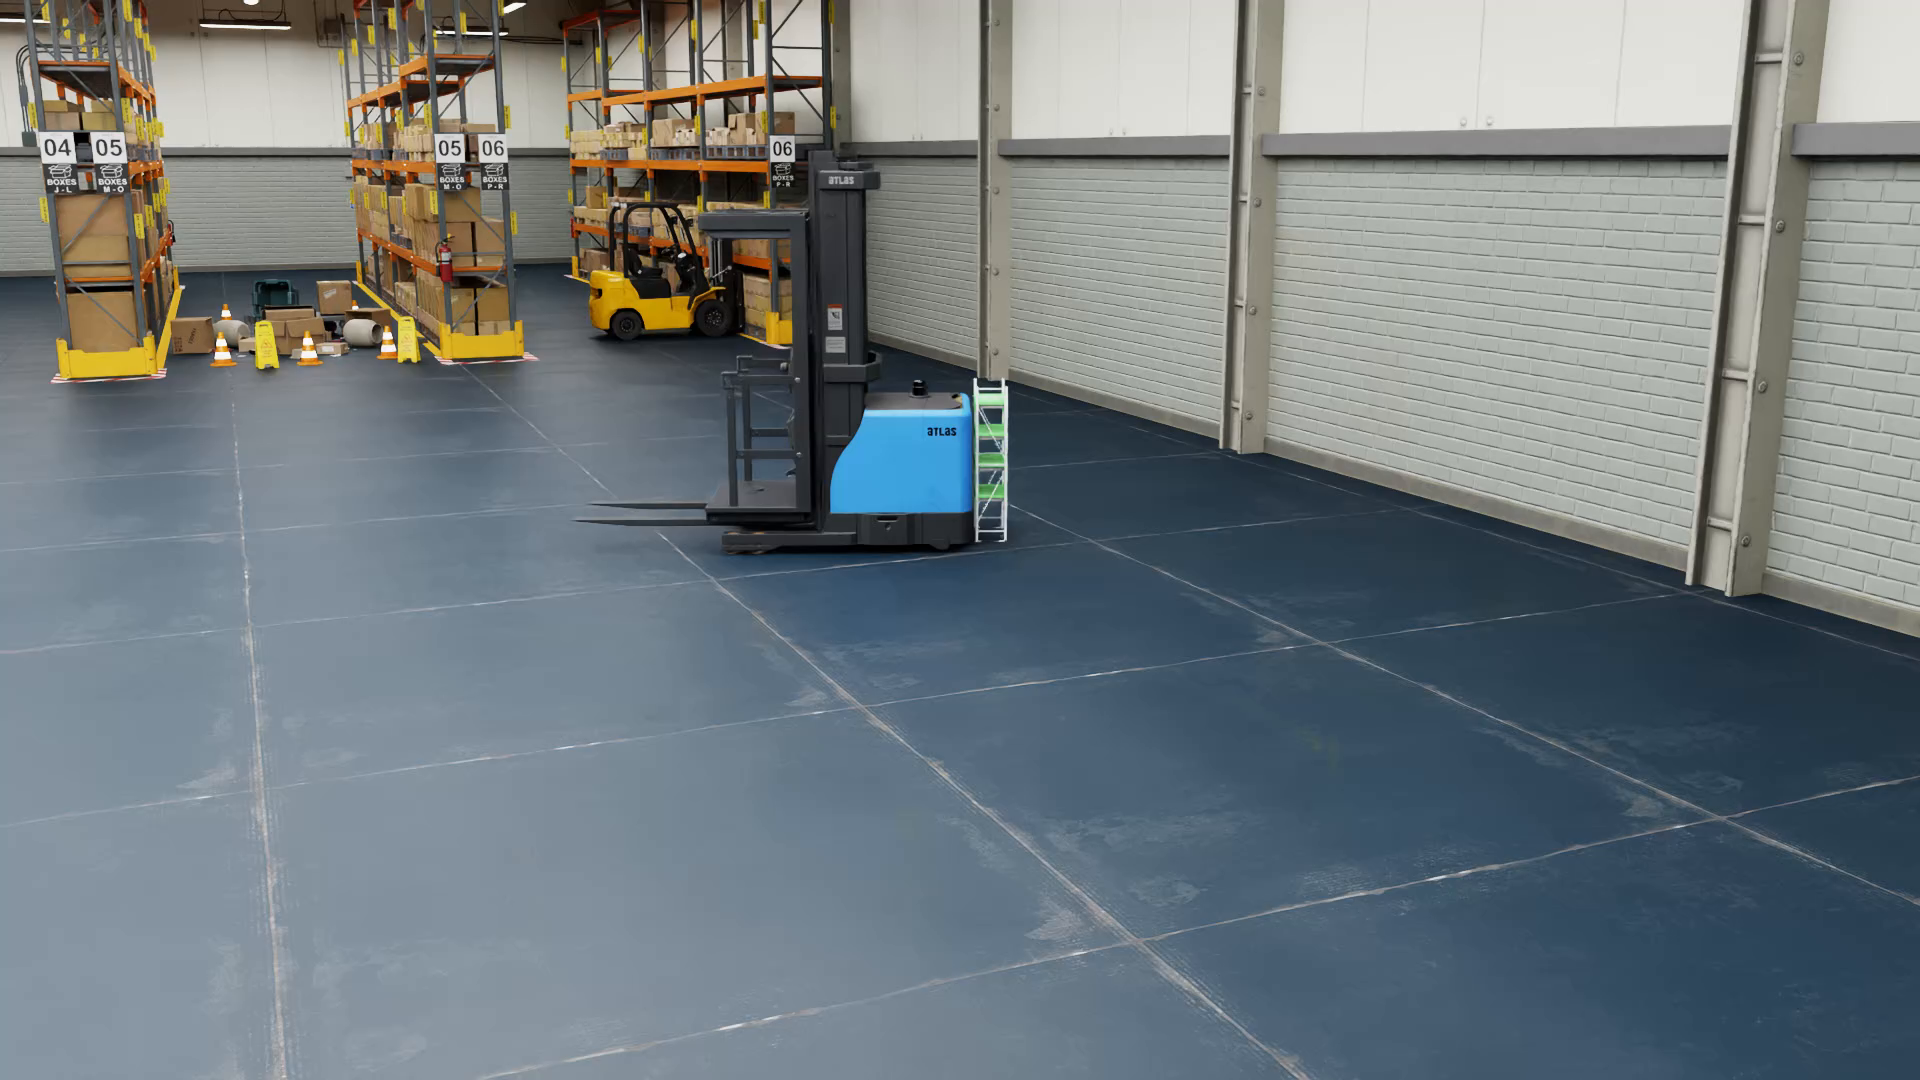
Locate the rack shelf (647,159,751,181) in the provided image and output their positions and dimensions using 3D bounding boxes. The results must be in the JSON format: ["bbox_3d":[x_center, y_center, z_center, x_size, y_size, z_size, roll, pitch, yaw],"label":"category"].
[{"bbox_3d":[-4.903,-6.976,31.301,1.077,0.370,4.000,-6,14,-23],"label":"rack shelf"}]

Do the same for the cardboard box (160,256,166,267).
[{"bbox_3d":[-15.818,-5.409,32.536,0.500,0.250,0.500,-6,14,-24],"label":"cardboard box"}]

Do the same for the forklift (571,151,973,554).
[{"bbox_3d":[-1.422,-1.441,12.596,3.031,2.935,1.130,0,13,-1],"label":"forklift"}]

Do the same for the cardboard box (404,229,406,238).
[{"bbox_3d":[-9.438,-5.325,28.850,0.380,0.149,0.250,-5,14,-22],"label":"cardboard box"}]

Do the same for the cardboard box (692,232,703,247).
[{"bbox_3d":[-4.543,-5.459,30.138,0.500,0.250,0.500,-5,14,-22],"label":"cardboard box"}]

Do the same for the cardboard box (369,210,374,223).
[{"bbox_3d":[-11.935,-6.710,34.432,0.500,0.250,0.500,-6,14,-25],"label":"cardboard box"}]

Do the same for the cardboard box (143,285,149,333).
[{"bbox_3d":[-12.955,-3.568,25.414,0.875,0.875,0.875,-5,14,-22],"label":"cardboard box"}]

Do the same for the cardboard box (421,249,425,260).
[{"bbox_3d":[-8.312,-4.521,26.309,0.380,0.149,0.250,-6,14,-23],"label":"cardboard box"}]

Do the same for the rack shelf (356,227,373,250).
[{"bbox_3d":[-12.654,-6.718,36.840,1.077,0.370,4.000,-6,14,-23],"label":"rack shelf"}]

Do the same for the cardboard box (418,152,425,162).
[{"bbox_3d":[-8.101,-5.877,25.515,0.380,0.149,0.250,-6,14,-24],"label":"cardboard box"}]

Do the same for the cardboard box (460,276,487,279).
[{"bbox_3d":[-7.960,-4.030,27.134,0.500,0.500,0.500,-5,14,-22],"label":"cardboard box"}]

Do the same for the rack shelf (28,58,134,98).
[{"bbox_3d":[-12.342,-6.499,23.475,1.077,0.370,4.000,-6,14,-23],"label":"rack shelf"}]

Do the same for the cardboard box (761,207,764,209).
[{"bbox_3d":[-2.963,-5.238,26.530,0.380,0.149,0.250,-6,14,-23],"label":"cardboard box"}]

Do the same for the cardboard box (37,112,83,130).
[{"bbox_3d":[-11.993,-5.571,22.154,0.500,0.250,0.500,-5,14,-22],"label":"cardboard box"}]

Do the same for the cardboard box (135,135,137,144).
[{"bbox_3d":[-12.498,-5.975,24.787,0.380,0.149,0.250,-5,14,-22],"label":"cardboard box"}]

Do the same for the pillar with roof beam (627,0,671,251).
[{"bbox_3d":[-10.704,-9.864,35.531,9.100,9.000,0.548,-6,14,-23],"label":"pillar with roof beam"}]

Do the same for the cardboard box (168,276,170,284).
[{"bbox_3d":[-16.200,-5.252,33.641,0.380,0.149,0.250,-5,14,-20],"label":"cardboard box"}]

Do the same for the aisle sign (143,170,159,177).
[{"bbox_3d":[-17.704,-8.323,36.412,0.394,0.787,0.004,-6,14,-23],"label":"aisle sign"}]

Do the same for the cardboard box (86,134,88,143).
[{"bbox_3d":[-13.203,-5.968,24.754,0.380,0.149,0.250,-6,14,-23],"label":"cardboard box"}]

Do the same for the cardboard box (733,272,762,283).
[{"bbox_3d":[-3.587,-4.358,27.997,0.500,0.250,0.500,-6,14,-24],"label":"cardboard box"}]

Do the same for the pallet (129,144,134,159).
[{"bbox_3d":[-12.340,-5.531,23.661,1.003,0.211,1.213,-6,14,-23],"label":"pallet"}]

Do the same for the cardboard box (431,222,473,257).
[{"bbox_3d":[-7.516,-4.457,24.594,0.500,0.500,0.500,-6,14,-24],"label":"cardboard box"}]

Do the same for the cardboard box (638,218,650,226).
[{"bbox_3d":[-6.319,-6.461,33.761,0.380,0.149,0.250,-5,14,-22],"label":"cardboard box"}]

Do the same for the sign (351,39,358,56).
[{"bbox_3d":[-12.371,-10.065,33.980,0.100,0.325,0.005,-6,14,-23],"label":"sign"}]

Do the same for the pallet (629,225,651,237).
[{"bbox_3d":[-6.040,-6.318,33.943,1.213,0.211,1.003,-6,14,-23],"label":"pallet"}]

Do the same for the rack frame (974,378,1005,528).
[{"bbox_3d":[0.229,-0.682,13.157,0.240,1.200,0.015,0,13,-1],"label":"rack frame"}]

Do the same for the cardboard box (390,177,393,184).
[{"bbox_3d":[-12.000,-7.697,35.594,0.380,0.149,0.250,-6,14,-24],"label":"cardboard box"}]

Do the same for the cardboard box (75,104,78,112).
[{"bbox_3d":[-12.598,-6.043,23.311,0.380,0.149,0.250,-6,14,-23],"label":"cardboard box"}]

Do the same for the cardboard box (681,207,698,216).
[{"bbox_3d":[-4.981,-6.128,31.036,0.380,0.149,0.250,-5,14,-22],"label":"cardboard box"}]

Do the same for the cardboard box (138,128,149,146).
[{"bbox_3d":[-14.052,-6.844,28.179,0.500,0.311,0.500,-6,14,-23],"label":"cardboard box"}]

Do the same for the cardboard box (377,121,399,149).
[{"bbox_3d":[-10.540,-7.610,31.284,0.797,0.503,0.637,-7,15,-26],"label":"cardboard box"}]

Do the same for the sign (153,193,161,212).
[{"bbox_3d":[-14.238,-5.976,29.470,0.100,0.325,0.005,-6,14,-23],"label":"sign"}]

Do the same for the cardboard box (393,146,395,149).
[{"bbox_3d":[-10.178,-7.092,30.505,0.396,0.266,0.258,-6,14,-23],"label":"cardboard box"}]

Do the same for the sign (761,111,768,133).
[{"bbox_3d":[-3.002,-6.433,25.574,0.100,0.325,0.005,-6,14,-23],"label":"sign"}]

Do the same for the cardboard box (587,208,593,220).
[{"bbox_3d":[-8.341,-7.572,38.609,0.500,0.250,0.500,-6,14,-24],"label":"cardboard box"}]

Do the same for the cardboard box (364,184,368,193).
[{"bbox_3d":[-12.295,-7.264,35.163,0.500,0.500,0.500,-6,14,-23],"label":"cardboard box"}]

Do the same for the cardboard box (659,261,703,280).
[{"bbox_3d":[-5.467,-5.196,33.002,0.875,0.625,0.625,-5,14,-21],"label":"cardboard box"}]

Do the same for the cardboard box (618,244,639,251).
[{"bbox_3d":[-7.258,-6.405,36.405,0.380,0.149,0.250,-6,14,-26],"label":"cardboard box"}]

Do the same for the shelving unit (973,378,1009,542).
[{"bbox_3d":[0.235,-0.627,12.920,0.258,1.200,0.503,0,13,-1],"label":"shelving unit"}]

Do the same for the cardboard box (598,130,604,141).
[{"bbox_3d":[-7.729,-8.964,36.860,0.500,0.250,0.500,-6,14,-23],"label":"cardboard box"}]

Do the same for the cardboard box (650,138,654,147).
[{"bbox_3d":[-5.842,-7.780,32.543,0.380,0.166,0.250,-6,14,-23],"label":"cardboard box"}]

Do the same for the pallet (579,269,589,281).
[{"bbox_3d":[-8.558,-6.392,40.020,1.003,0.211,1.213,-6,14,-23],"label":"pallet"}]

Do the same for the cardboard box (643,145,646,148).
[{"bbox_3d":[-6.152,-7.968,33.439,0.380,0.149,0.250,-6,14,-24],"label":"cardboard box"}]

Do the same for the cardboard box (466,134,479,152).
[{"bbox_3d":[-7.003,-5.837,24.460,0.500,0.250,0.500,-6,14,-24],"label":"cardboard box"}]

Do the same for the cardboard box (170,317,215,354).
[{"bbox_3d":[-11.581,-3.090,25.107,0.500,0.500,0.500,-3,13,-13],"label":"cardboard box"}]

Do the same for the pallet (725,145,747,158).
[{"bbox_3d":[-3.251,-6.445,27.606,1.003,0.211,1.213,-6,14,-23],"label":"pallet"}]

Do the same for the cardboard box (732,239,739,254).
[{"bbox_3d":[-3.553,-5.069,27.897,0.500,0.500,0.500,-6,14,-23],"label":"cardboard box"}]

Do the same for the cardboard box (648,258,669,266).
[{"bbox_3d":[-6.134,-5.660,33.847,0.380,0.149,0.250,-6,14,-26],"label":"cardboard box"}]

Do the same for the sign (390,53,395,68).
[{"bbox_3d":[-12.952,-10.944,37.953,0.100,0.325,0.005,-6,14,-23],"label":"sign"}]

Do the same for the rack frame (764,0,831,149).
[{"bbox_3d":[-2.499,-7.548,25.526,1.000,3.000,0.127,-6,14,-23],"label":"rack frame"}]

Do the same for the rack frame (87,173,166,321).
[{"bbox_3d":[-14.746,-5.361,29.381,1.000,3.000,0.127,-6,14,-23],"label":"rack frame"}]
